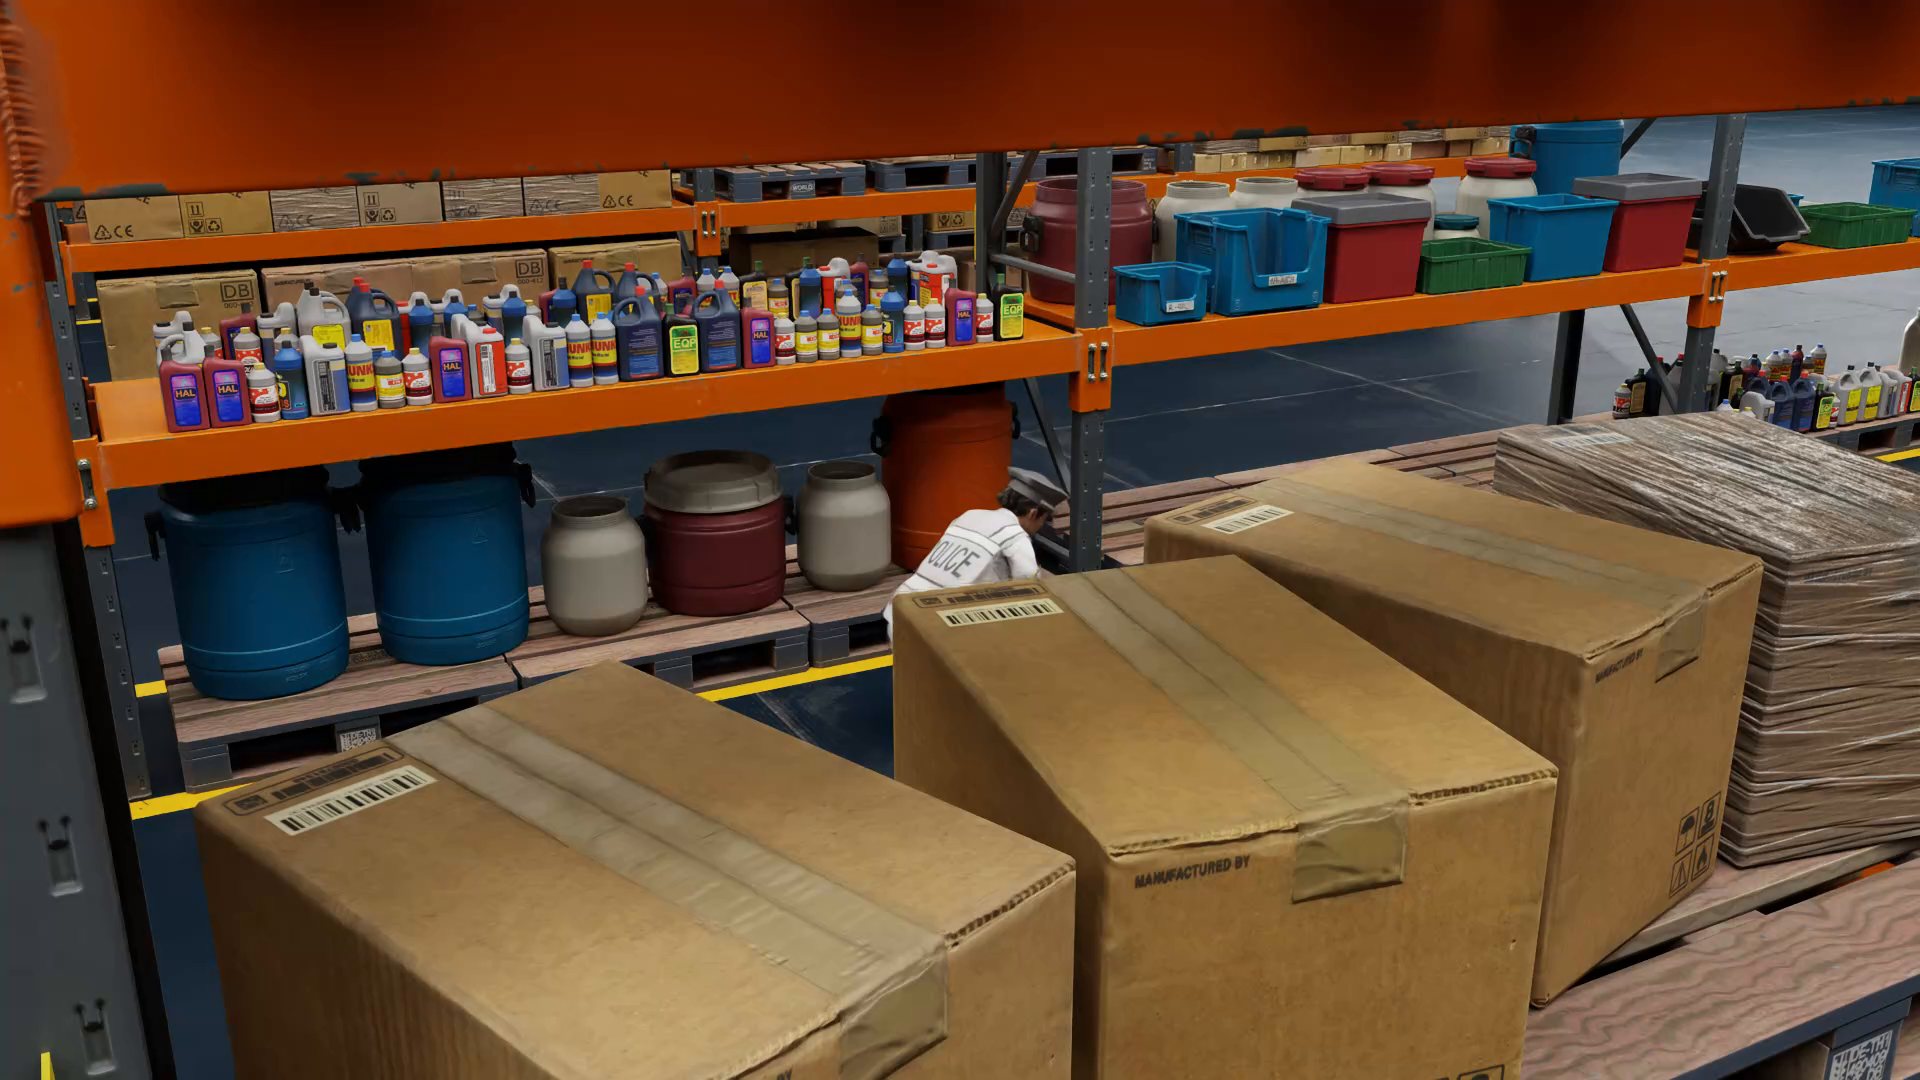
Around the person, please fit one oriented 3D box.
[{"bbox_3d":[0.086,0.247,6.392,0.794,1.001,0.473,-11,21,-29],"label":"person"}]
